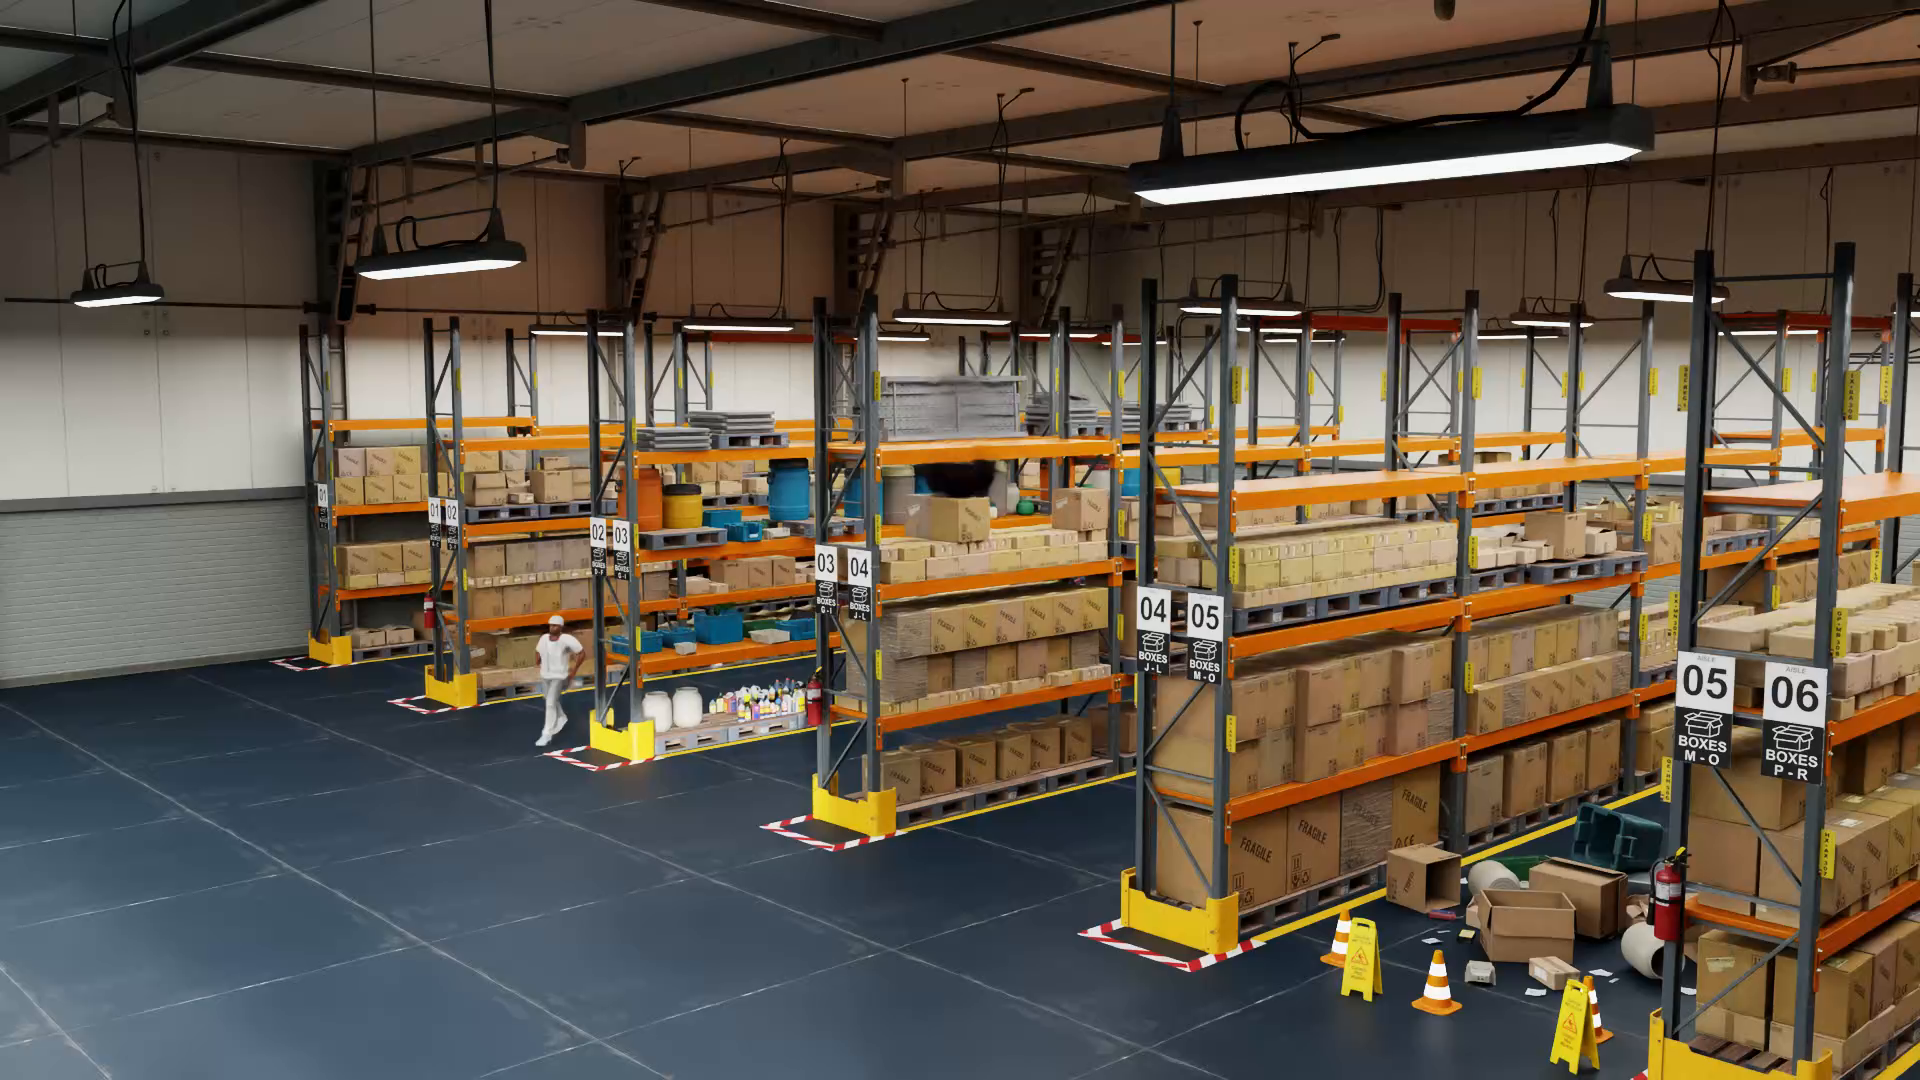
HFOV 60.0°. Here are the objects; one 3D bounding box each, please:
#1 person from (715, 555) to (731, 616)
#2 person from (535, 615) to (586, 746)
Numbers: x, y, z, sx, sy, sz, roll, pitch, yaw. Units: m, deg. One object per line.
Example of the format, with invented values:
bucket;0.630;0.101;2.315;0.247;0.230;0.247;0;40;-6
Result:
person;-4.429;1.112;31.411;0.667;1.786;0.931;6;8;44
person;-5.658;1.925;23.284;0.729;1.779;0.877;3;6;24
